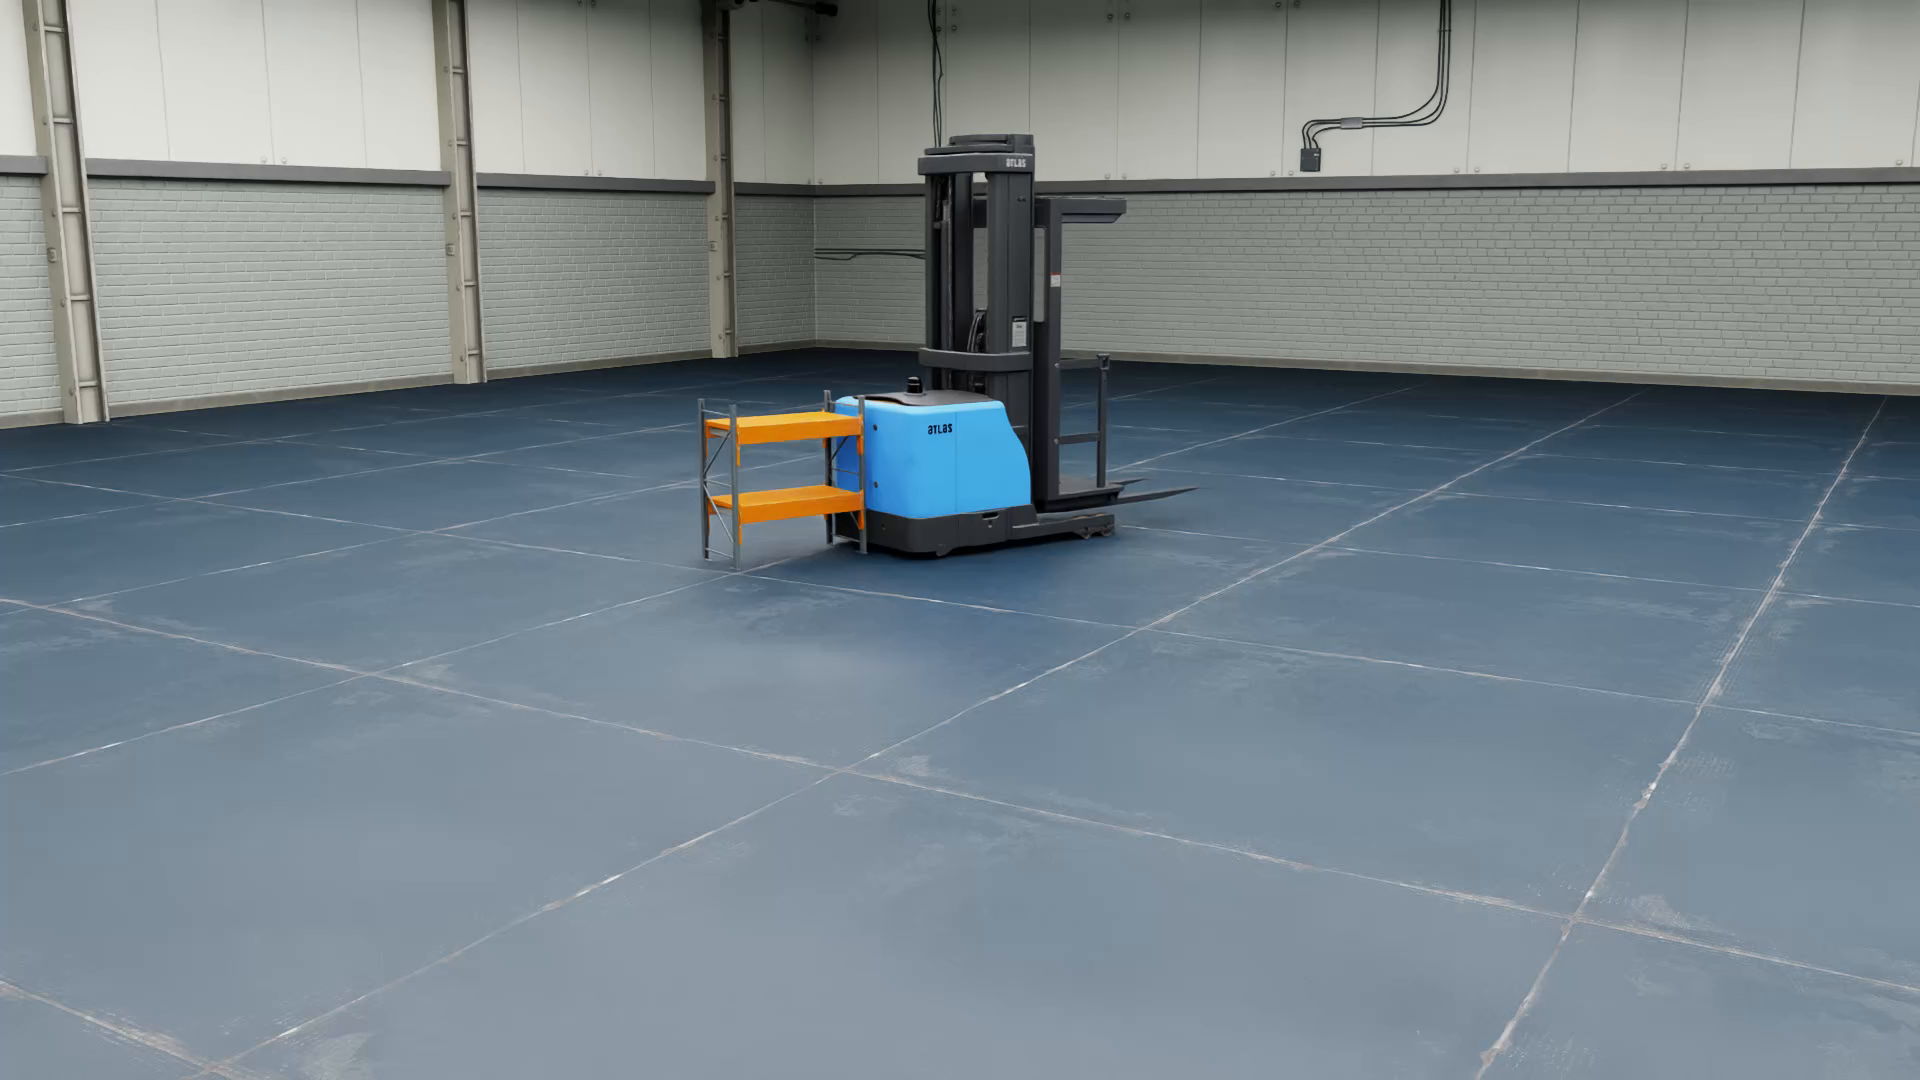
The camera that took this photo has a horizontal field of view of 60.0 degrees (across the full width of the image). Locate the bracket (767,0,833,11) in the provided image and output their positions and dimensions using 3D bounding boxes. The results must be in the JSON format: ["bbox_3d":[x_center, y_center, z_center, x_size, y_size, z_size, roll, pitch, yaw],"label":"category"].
[{"bbox_3d":[-2.808,-9.812,30.543,0.076,0.066,3.189,6,12,31],"label":"bracket"}]

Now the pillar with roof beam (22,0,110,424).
[{"bbox_3d":[-6.801,-5.433,16.934,9.100,9.000,0.400,6,12,31],"label":"pillar with roof beam"}]

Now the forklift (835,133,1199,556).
[{"bbox_3d":[0.546,-1.523,12.538,3.031,2.935,1.130,-8,13,-38],"label":"forklift"}]

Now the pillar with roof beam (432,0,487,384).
[{"bbox_3d":[-3.686,-6.377,21.975,9.100,9.000,0.400,6,12,31],"label":"pillar with roof beam"}]

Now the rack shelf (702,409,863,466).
[{"bbox_3d":[-1.236,-0.725,11.591,1.000,0.278,0.538,-8,13,-35],"label":"rack shelf"}]

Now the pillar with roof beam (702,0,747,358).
[{"bbox_3d":[-0.571,-7.320,27.015,9.100,9.000,0.548,6,12,31],"label":"pillar with roof beam"}]

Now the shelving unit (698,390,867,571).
[{"bbox_3d":[-1.236,-0.437,11.645,1.048,1.125,0.538,-8,13,-35],"label":"shelving unit"}]

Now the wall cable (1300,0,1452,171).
[{"bbox_3d":[6.515,-8.831,25.841,2.305,6.003,0.169,6,12,31],"label":"wall cable"}]

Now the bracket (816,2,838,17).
[{"bbox_3d":[-2.501,-9.905,31.039,0.235,0.232,0.430,6,12,31],"label":"bracket"}]

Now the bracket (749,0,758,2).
[{"bbox_3d":[-3.732,-9.532,29.048,0.235,0.232,0.430,6,12,31],"label":"bracket"}]

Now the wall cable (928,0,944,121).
[{"bbox_3d":[0.721,-8.766,29.453,3.097,2.526,0.112,6,12,31],"label":"wall cable"}]

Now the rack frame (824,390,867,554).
[{"bbox_3d":[-0.825,-0.492,11.940,0.032,1.125,0.500,-8,13,-35],"label":"rack frame"}]

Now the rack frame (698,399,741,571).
[{"bbox_3d":[-1.646,-0.382,11.350,0.032,1.125,0.500,-8,13,-35],"label":"rack frame"}]

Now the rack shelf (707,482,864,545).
[{"bbox_3d":[-1.236,-0.196,11.690,1.000,0.278,0.538,-8,13,-35],"label":"rack shelf"}]

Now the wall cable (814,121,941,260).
[{"bbox_3d":[-1.591,-6.542,31.298,3.097,2.526,0.112,6,12,31],"label":"wall cable"}]
